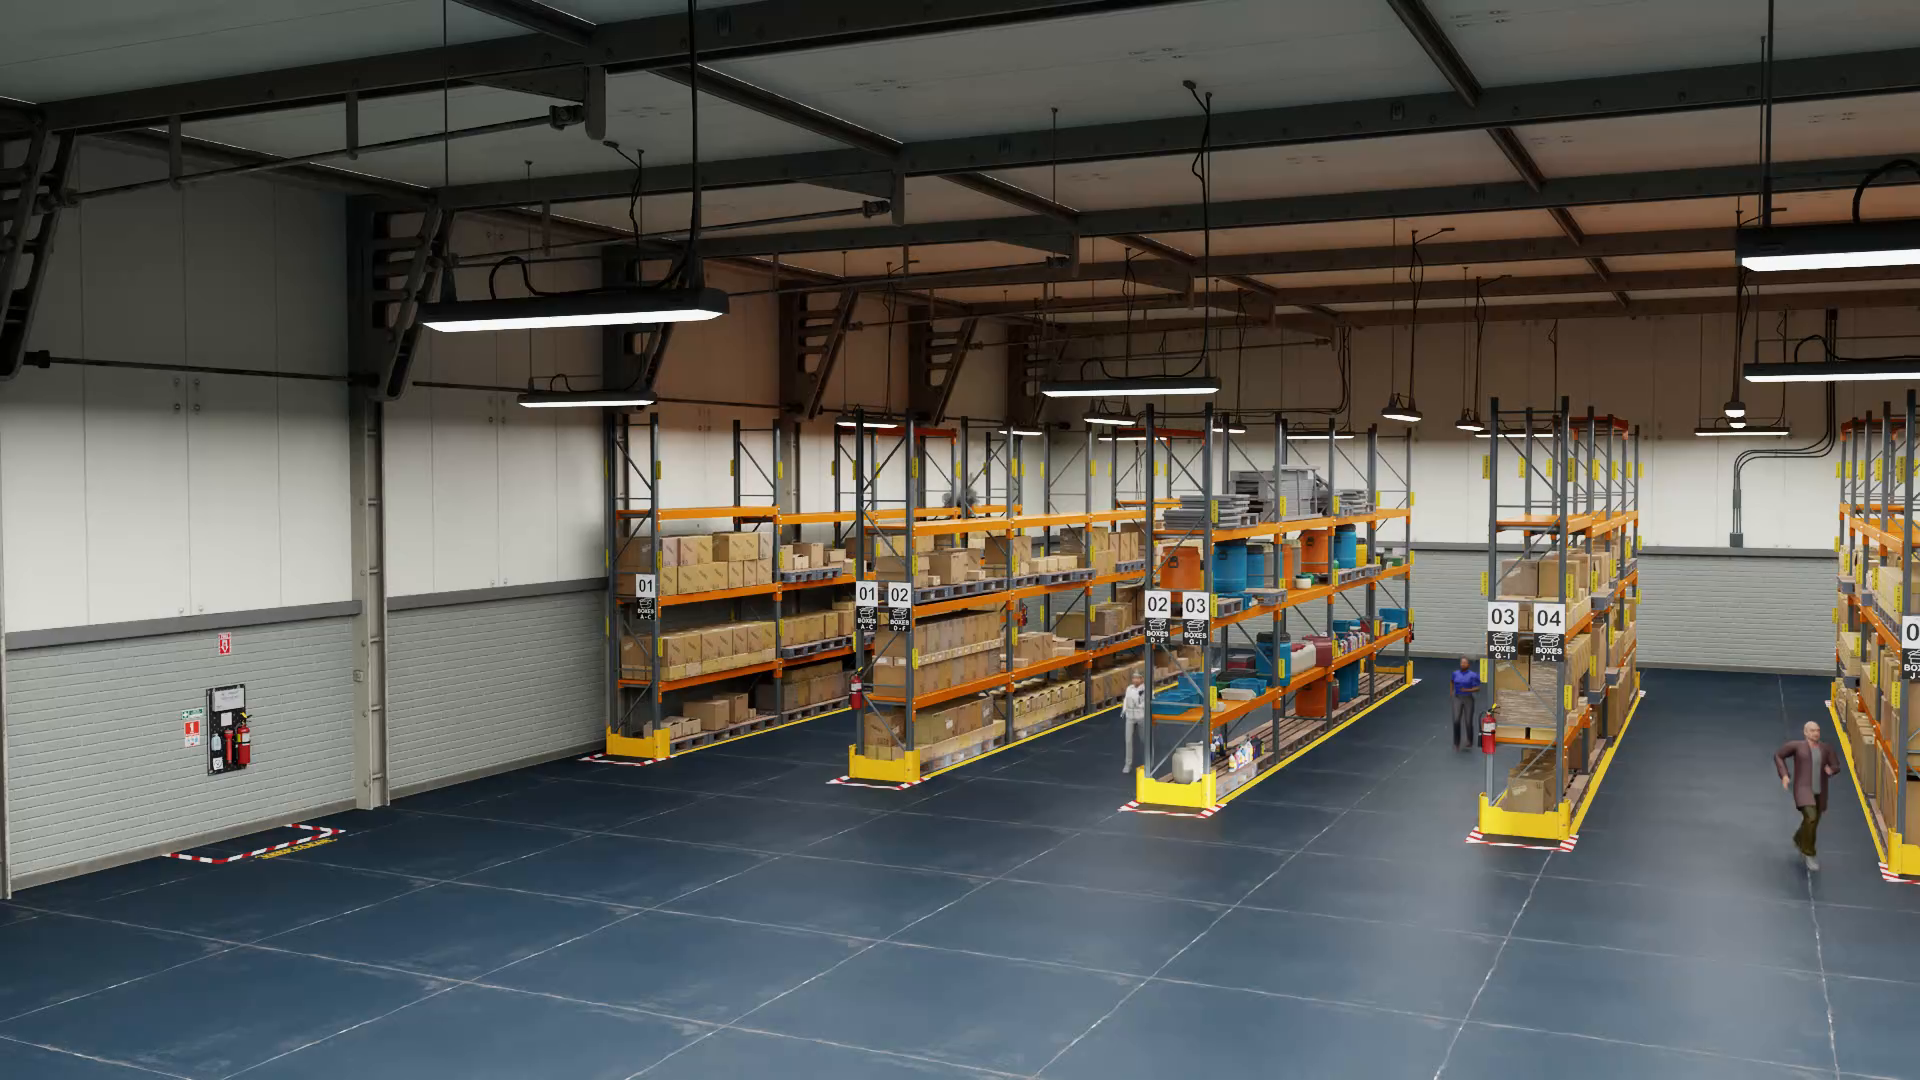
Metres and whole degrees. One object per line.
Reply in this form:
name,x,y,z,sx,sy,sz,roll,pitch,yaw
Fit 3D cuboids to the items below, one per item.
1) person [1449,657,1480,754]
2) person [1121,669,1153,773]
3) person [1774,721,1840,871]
person,8.982,2.931,29.635,0.555,1.716,0.764,1,3,26
person,2.941,2.975,27.611,0.615,1.676,0.937,1,3,27
person,10.794,3.218,21.141,0.683,1.835,0.850,0,2,-3
